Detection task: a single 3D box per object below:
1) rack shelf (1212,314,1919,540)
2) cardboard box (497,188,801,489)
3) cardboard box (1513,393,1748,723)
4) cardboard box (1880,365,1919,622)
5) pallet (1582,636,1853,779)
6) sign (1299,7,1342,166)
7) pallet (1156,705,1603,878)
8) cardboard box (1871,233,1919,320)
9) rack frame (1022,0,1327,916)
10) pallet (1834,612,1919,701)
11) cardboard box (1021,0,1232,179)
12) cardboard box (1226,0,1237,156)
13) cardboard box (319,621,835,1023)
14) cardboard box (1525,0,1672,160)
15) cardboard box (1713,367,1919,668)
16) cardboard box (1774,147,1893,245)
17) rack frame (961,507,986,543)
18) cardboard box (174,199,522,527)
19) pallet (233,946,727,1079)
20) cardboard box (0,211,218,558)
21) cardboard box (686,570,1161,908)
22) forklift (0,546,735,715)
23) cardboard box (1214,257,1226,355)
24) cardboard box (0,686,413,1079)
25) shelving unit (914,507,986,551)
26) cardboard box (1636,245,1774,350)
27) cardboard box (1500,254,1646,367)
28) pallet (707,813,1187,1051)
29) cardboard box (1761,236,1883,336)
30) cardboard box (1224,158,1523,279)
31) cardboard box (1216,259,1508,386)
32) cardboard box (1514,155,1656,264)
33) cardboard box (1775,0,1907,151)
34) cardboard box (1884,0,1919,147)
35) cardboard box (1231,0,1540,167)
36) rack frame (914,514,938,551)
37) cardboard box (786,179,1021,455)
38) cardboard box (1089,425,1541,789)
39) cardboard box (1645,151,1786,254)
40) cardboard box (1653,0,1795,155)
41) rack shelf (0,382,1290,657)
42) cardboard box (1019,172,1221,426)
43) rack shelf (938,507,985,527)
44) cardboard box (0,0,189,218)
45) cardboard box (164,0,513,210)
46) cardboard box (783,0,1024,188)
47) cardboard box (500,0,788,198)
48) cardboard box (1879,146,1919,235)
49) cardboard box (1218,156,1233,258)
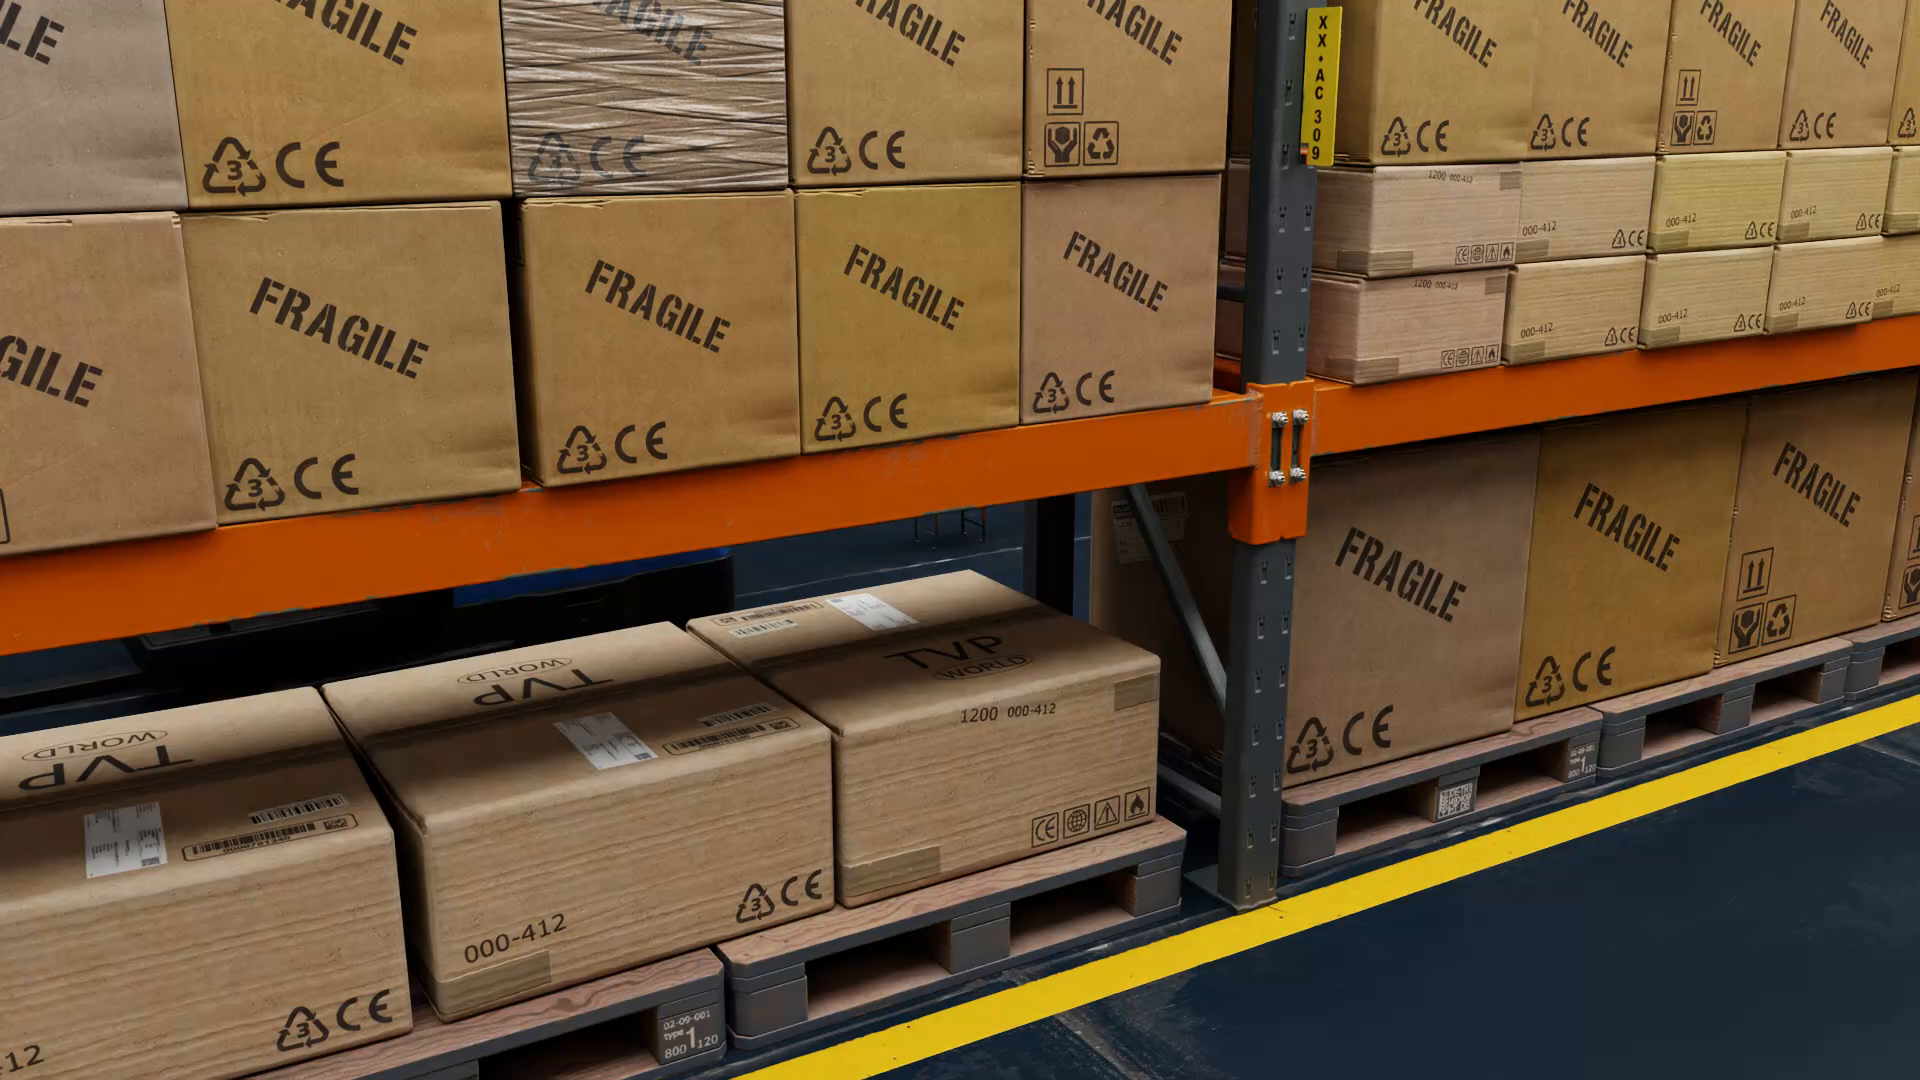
[{"bbox_3d":[2.198,-0.573,5.231,4.000,0.370,1.077,-9,18,-30],"label":"rack shelf"},{"bbox_3d":[-0.644,-0.420,3.166,0.500,0.500,0.500,-10,18,-31],"label":"cardboard box"},{"bbox_3d":[1.744,-0.053,5.200,0.875,0.875,0.875,-9,18,-28],"label":"cardboard box"},{"bbox_3d":[3.278,-0.300,6.081,0.875,0.875,0.875,-9,18,-30],"label":"cardboard box"},{"bbox_3d":[2.153,0.406,5.572,1.213,0.211,1.003,-9,18,-30],"label":"pallet"},{"bbox_3d":[0.771,-0.969,3.557,0.005,0.325,0.100,-9,18,-30],"label":"sign"},{"bbox_3d":[1.106,0.576,4.963,1.213,0.211,1.003,-9,18,-30],"label":"pallet"},{"bbox_3d":[2.743,-0.854,5.178,0.500,0.250,0.500,-9,18,-30],"label":"cardboard box"},{"bbox_3d":[0.484,-0.642,4.142,0.127,3.000,1.000,-9,18,-30],"label":"rack frame"},{"bbox_3d":[3.198,0.237,6.173,1.213,0.211,1.003,-9,18,-30],"label":"pallet"},{"bbox_3d":[0.222,-1.042,3.531,0.500,0.500,0.500,-9,18,-30],"label":"cardboard box"},{"bbox_3d":[0.737,-1.292,4.422,0.500,0.500,0.500,-9,18,-28],"label":"cardboard box"},{"bbox_3d":[-0.877,0.577,3.764,0.875,0.438,0.875,-10,18,-31],"label":"cardboard box"},{"bbox_3d":[1.431,-1.243,4.249,0.500,0.500,0.500,-9,18,-30],"label":"cardboard box"},{"bbox_3d":[2.511,-0.177,5.643,0.875,0.875,0.875,-9,18,-29],"label":"cardboard box"},{"bbox_3d":[2.317,-1.020,4.842,0.500,0.250,0.500,-10,18,-31],"label":"cardboard box"},{"bbox_3d":[0.059,-0.515,7.302,0.008,1.050,0.200,-9,18,-30],"label":"rack frame"},{"bbox_3d":[-1.100,-0.351,2.919,0.500,0.500,0.500,-9,18,-28],"label":"cardboard box"},{"bbox_3d":[-1.255,0.959,3.597,1.213,0.211,1.003,-9,18,-30],"label":"pallet"},{"bbox_3d":[-1.521,-0.277,2.657,0.500,0.500,0.500,-9,18,-30],"label":"cardboard box"},{"bbox_3d":[-0.110,0.452,4.208,0.875,0.438,0.875,-10,18,-31],"label":"cardboard box"},{"bbox_3d":[-2.329,-0.935,5.315,3.031,2.935,1.130,-11,19,-34],"label":"forklift"},{"bbox_3d":[0.738,-0.690,4.593,0.500,0.250,0.500,-10,18,-31],"label":"cardboard box"},{"bbox_3d":[-1.651,0.702,3.318,0.875,0.438,0.875,-9,18,-28],"label":"cardboard box"},{"bbox_3d":[-0.046,-0.498,7.242,0.252,1.050,0.215,-9,18,-30],"label":"shelving unit"},{"bbox_3d":[1.887,-0.709,4.661,0.500,0.250,0.500,-9,18,-30],"label":"cardboard box"},{"bbox_3d":[1.440,-0.642,4.420,0.500,0.250,0.500,-10,18,-31],"label":"cardboard box"},{"bbox_3d":[-0.208,0.789,4.206,1.213,0.211,1.003,-9,18,-30],"label":"pallet"},{"bbox_3d":[2.321,-0.777,4.901,0.500,0.250,0.500,-10,18,-31],"label":"cardboard box"},{"bbox_3d":[1.006,-0.806,4.080,0.500,0.250,0.500,-10,18,-31],"label":"cardboard box"},{"bbox_3d":[0.997,-0.570,4.162,0.500,0.250,0.500,-10,18,-31],"label":"cardboard box"},{"bbox_3d":[1.439,-0.885,4.362,0.500,0.250,0.500,-9,18,-29],"label":"cardboard box"},{"bbox_3d":[2.302,-1.386,4.758,0.500,0.500,0.500,-10,18,-31],"label":"cardboard box"},{"bbox_3d":[2.739,-1.454,5.003,0.500,0.500,0.500,-9,18,-30],"label":"cardboard box"},{"bbox_3d":[1.009,-1.166,3.974,0.500,0.500,0.500,-9,18,-29],"label":"cardboard box"},{"bbox_3d":[-0.150,-0.481,7.181,0.008,1.050,0.200,-9,18,-30],"label":"rack frame"},{"bbox_3d":[-0.220,-0.493,3.428,0.500,0.500,0.500,-10,18,-31],"label":"cardboard box"},{"bbox_3d":[0.974,0.074,4.745,0.875,0.875,0.875,-9,18,-28],"label":"cardboard box"},{"bbox_3d":[1.885,-0.949,4.590,0.500,0.250,0.500,-9,18,-29],"label":"cardboard box"},{"bbox_3d":[1.862,-1.312,4.496,0.500,0.500,0.500,-10,18,-31],"label":"cardboard box"},{"bbox_3d":[-1.231,-0.017,3.247,4.000,0.370,1.077,-9,18,-30],"label":"rack shelf"},{"bbox_3d":[0.218,-0.566,3.687,0.500,0.500,0.500,-9,18,-29],"label":"cardboard box"},{"bbox_3d":[-0.046,-0.220,7.319,0.240,0.259,0.215,-9,18,-30],"label":"rack shelf"},{"bbox_3d":[-1.510,-0.763,2.536,0.500,0.500,0.500,-9,18,-30],"label":"cardboard box"},{"bbox_3d":[-1.083,-0.832,2.784,0.500,0.500,0.500,-9,18,-29],"label":"cardboard box"},{"bbox_3d":[-0.218,-0.973,3.287,0.500,0.500,0.500,-10,18,-31],"label":"cardboard box"},{"bbox_3d":[-0.649,-0.900,3.026,0.500,0.500,0.500,-9,18,-29],"label":"cardboard box"},{"bbox_3d":[2.762,-1.092,5.100,0.500,0.250,0.500,-10,18,-31],"label":"cardboard box"},{"bbox_3d":[0.737,-0.928,4.514,0.500,0.250,0.500,-9,18,-30],"label":"cardboard box"}]
